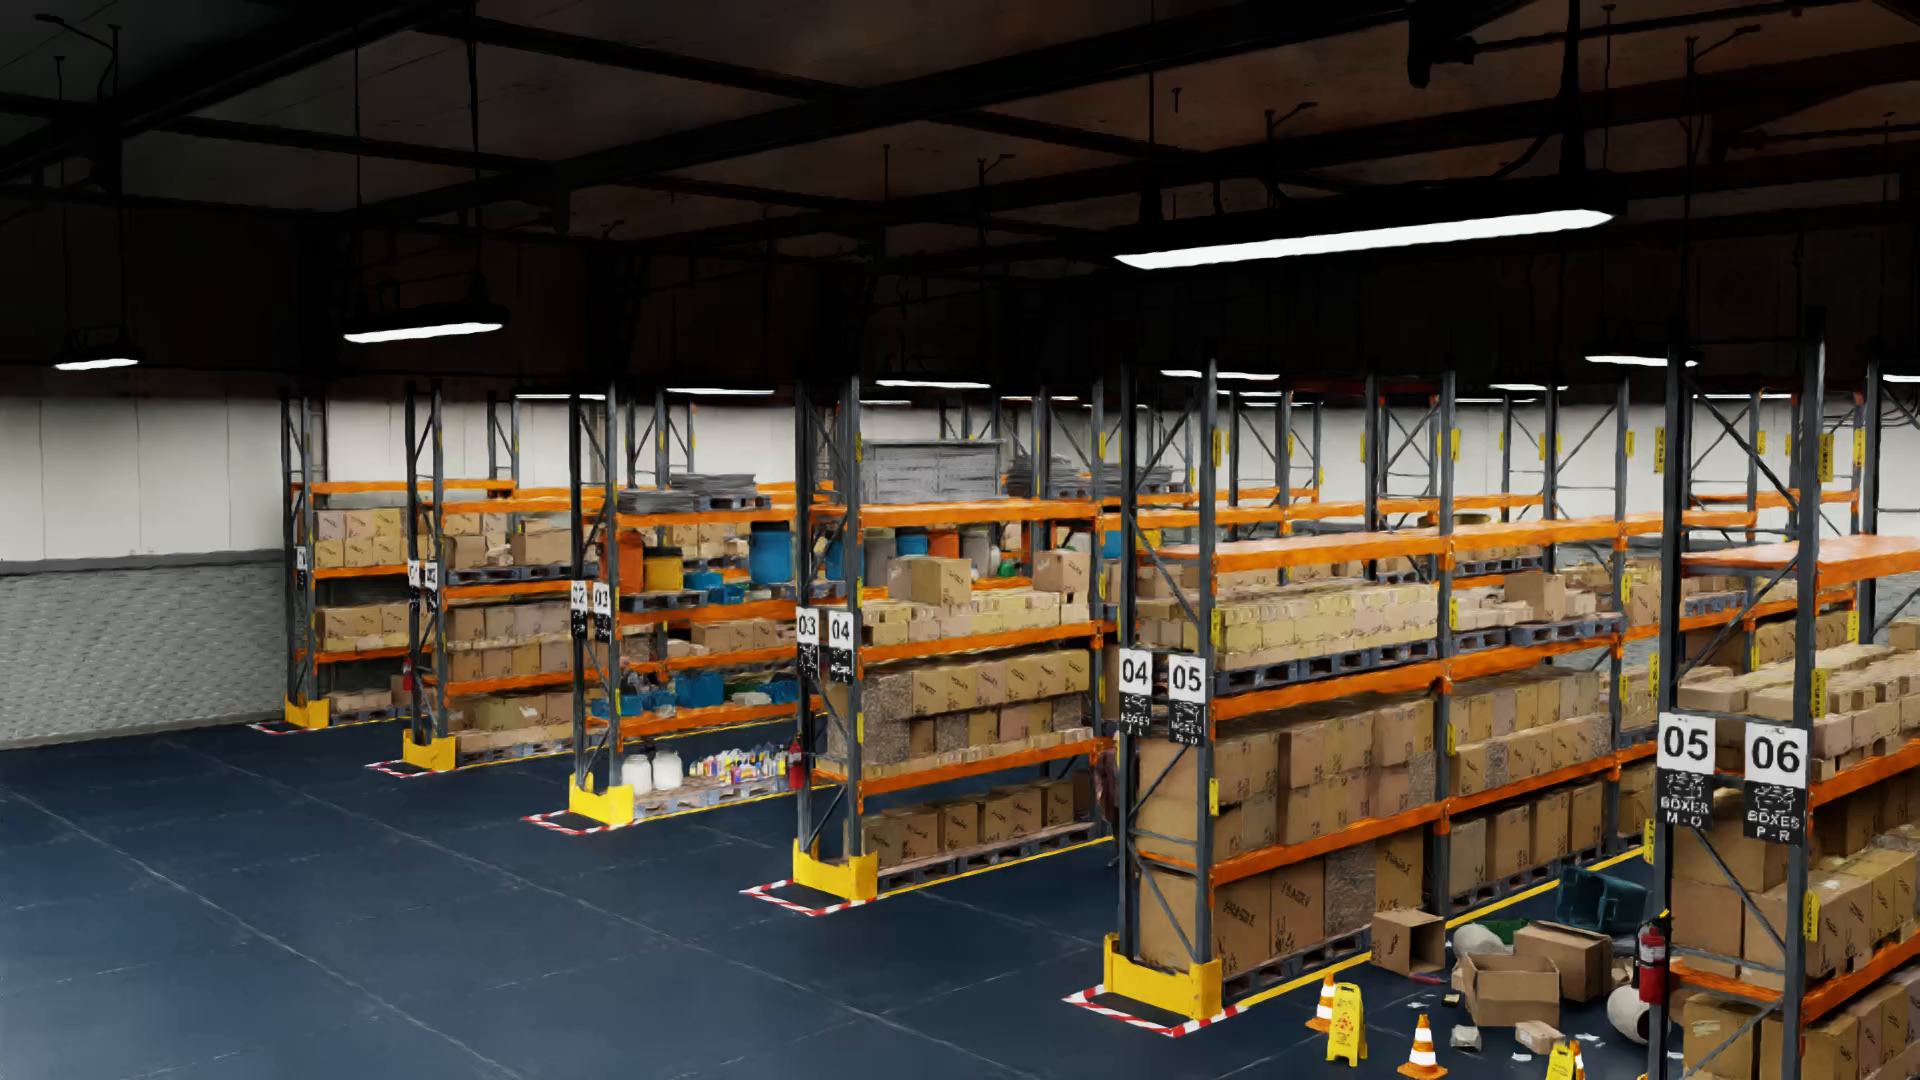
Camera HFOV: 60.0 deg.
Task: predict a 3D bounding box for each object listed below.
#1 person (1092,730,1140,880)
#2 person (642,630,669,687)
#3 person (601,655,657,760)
[{"bbox_3d":[1.933,3.053,19.461,0.737,1.714,0.888,2,4,29],"label":"person"},{"bbox_3d":[-5.612,2.414,30.713,0.625,1.596,0.510,4,5,44],"label":"person"},{"bbox_3d":[-5.308,2.639,26.482,1.115,1.647,0.543,-3,5,-41],"label":"person"}]
